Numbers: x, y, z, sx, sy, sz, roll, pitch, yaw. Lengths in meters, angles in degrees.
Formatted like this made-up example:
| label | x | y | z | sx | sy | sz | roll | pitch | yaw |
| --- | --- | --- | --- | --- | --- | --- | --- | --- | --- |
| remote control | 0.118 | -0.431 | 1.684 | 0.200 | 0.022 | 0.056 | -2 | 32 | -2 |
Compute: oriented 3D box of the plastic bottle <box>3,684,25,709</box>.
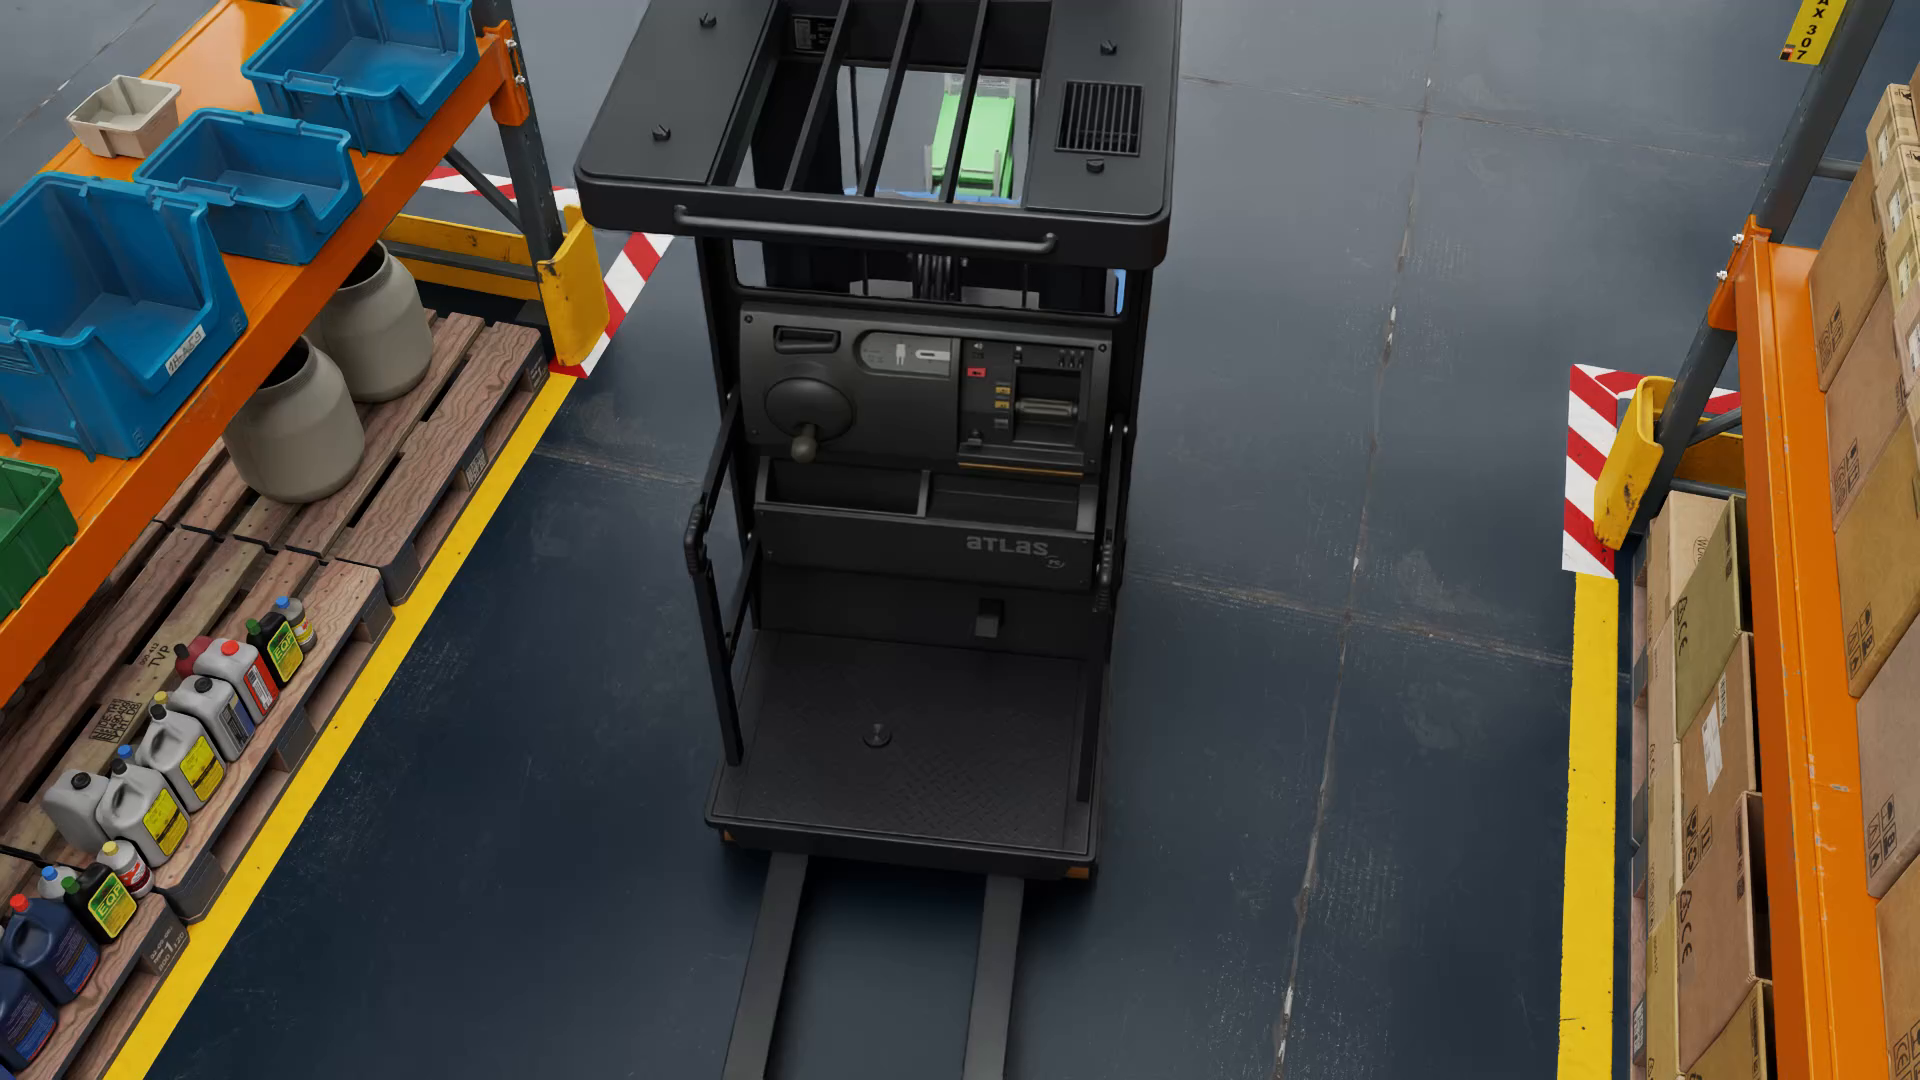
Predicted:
| label | x | y | z | sx | sy | sz | roll | pitch | yaw |
| --- | --- | --- | --- | --- | --- | --- | --- | --- | --- |
| plastic bottle | -2.884 | 0.382 | 4.939 | 0.097 | 0.271 | 0.097 | 0 | 49 | 0 |

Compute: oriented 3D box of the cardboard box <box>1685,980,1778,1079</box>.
| label | x | y | z | sx | sy | sz | roll | pitch | yaw |
| --- | --- | --- | --- | --- | --- | --- | --- | --- | --- |
| cardboard box | 1.917 | 1.350 | 3.611 | 0.500 | 0.500 | 0.500 | 12 | 50 | 10 |

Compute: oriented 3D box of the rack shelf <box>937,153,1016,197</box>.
| label | x | y | z | sx | sy | sz | roll | pitch | yaw |
| --- | --- | --- | --- | --- | --- | --- | --- | --- | --- |
| rack shelf | 0.040 | -1.138 | 5.720 | 0.258 | 0.148 | 0.480 | 5 | 49 | 5 |

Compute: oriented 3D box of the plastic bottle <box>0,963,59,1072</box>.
| label | x | y | z | sx | sy | sz | roll | pitch | yaw |
| --- | --- | --- | --- | --- | --- | --- | --- | --- | --- |
| plastic bottle | -2.430 | 1.177 | 4.184 | 0.144 | 0.351 | 0.185 | 13 | 50 | 11 |

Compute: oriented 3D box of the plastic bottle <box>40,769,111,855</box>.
| label | x | y | z | sx | sy | sz | roll | pitch | yaw |
| --- | --- | --- | --- | --- | --- | --- | --- | --- | --- |
| plastic bottle | -2.418 | 0.746 | 4.614 | 0.152 | 0.276 | 0.135 | 12 | 50 | 10 |

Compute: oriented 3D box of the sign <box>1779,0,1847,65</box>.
| label | x | y | z | sx | sy | sz | roll | pitch | yaw |
| --- | --- | --- | --- | --- | --- | --- | --- | --- | --- |
| sign | 2.254 | -1.392 | 4.348 | 0.100 | 0.325 | 0.005 | 12 | 50 | 10 |

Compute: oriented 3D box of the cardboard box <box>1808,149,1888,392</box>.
| label | x | y | z | sx | sy | sz | roll | pitch | yaw |
| --- | --- | --- | --- | --- | --- | --- | --- | --- | --- |
| cardboard box | 2.653 | -0.663 | 4.268 | 0.700 | 0.500 | 0.500 | 12 | 50 | 10 |

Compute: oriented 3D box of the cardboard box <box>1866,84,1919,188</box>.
| label | x | y | z | sx | sy | sz | roll | pitch | yaw |
| --- | --- | --- | --- | --- | --- | --- | --- | --- | --- |
| cardboard box | 2.477 | -0.972 | 4.108 | 0.380 | 0.149 | 0.250 | 11 | 50 | 10 |

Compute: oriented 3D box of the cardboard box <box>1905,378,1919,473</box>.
| label | x | y | z | sx | sy | sz | roll | pitch | yaw |
| --- | --- | --- | --- | --- | --- | --- | --- | --- | --- |
| cardboard box | 2.207 | -0.225 | 3.448 | 0.380 | 0.149 | 0.250 | 10 | 49 | 9 |

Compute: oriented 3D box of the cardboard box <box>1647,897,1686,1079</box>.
| label | x | y | z | sx | sy | sz | roll | pitch | yaw |
| --- | --- | --- | --- | --- | --- | --- | --- | --- | --- |
| cardboard box | 2.036 | 1.234 | 4.214 | 0.500 | 0.250 | 0.500 | 12 | 50 | 10 |

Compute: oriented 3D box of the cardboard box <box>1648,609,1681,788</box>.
| label | x | y | z | sx | sy | sz | roll | pitch | yaw |
| --- | --- | --- | --- | --- | --- | --- | --- | --- | --- |
| cardboard box | 2.304 | 0.512 | 4.852 | 0.500 | 0.250 | 0.500 | 12 | 50 | 10 |

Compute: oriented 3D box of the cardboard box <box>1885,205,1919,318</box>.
| label | x | y | z | sx | sy | sz | roll | pitch | yaw |
| --- | --- | --- | --- | --- | --- | --- | --- | --- | --- |
| cardboard box | 2.343 | -0.600 | 3.780 | 0.380 | 0.149 | 0.250 | 12 | 50 | 10 |

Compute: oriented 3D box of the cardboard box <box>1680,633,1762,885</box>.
| label | x | y | z | sx | sy | sz | roll | pitch | yaw |
| --- | --- | --- | --- | --- | --- | --- | --- | --- | --- |
| cardboard box | 2.183 | 0.627 | 4.249 | 0.500 | 0.500 | 0.500 | 12 | 50 | 10 |

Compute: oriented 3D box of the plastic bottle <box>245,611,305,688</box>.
| label | x | y | z | sx | sy | sz | roll | pitch | yaw |
| --- | --- | --- | --- | --- | --- | --- | --- | --- | --- |
| plastic bottle | -2.063 | 0.311 | 4.993 | 0.061 | 0.283 | 0.133 | 13 | 50 | 11 |

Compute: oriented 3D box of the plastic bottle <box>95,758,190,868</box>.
| label | x | y | z | sx | sy | sz | roll | pitch | yaw |
| --- | --- | --- | --- | --- | --- | --- | --- | --- | --- |
| plastic bottle | -2.268 | 0.733 | 4.576 | 0.144 | 0.351 | 0.185 | 11 | 50 | 10 |

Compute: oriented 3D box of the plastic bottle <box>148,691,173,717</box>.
| label | x | y | z | sx | sy | sz | roll | pitch | yaw |
| --- | --- | --- | --- | --- | --- | --- | --- | --- | --- |
| plastic bottle | -2.305 | 0.516 | 4.867 | 0.097 | 0.201 | 0.097 | 0 | 49 | 0 |

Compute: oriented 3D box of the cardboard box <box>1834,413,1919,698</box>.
| label | x | y | z | sx | sy | sz | roll | pitch | yaw |
| --- | --- | --- | --- | --- | --- | --- | --- | --- | --- |
| cardboard box | 2.383 | 0.075 | 3.616 | 0.700 | 0.500 | 0.500 | 12 | 50 | 10 |

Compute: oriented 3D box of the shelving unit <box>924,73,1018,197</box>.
| label | x | y | z | sx | sy | sz | roll | pitch | yaw |
| --- | --- | --- | --- | --- | --- | --- | --- | --- | --- |
| shelving unit | 0.040 | -1.022 | 5.852 | 0.258 | 1.200 | 0.503 | 5 | 49 | 5 |

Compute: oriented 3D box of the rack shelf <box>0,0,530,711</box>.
| label | x | y | z | sx | sy | sz | roll | pitch | yaw |
| --- | --- | --- | --- | --- | --- | --- | --- | --- | --- |
| rack shelf | -2.516 | -0.261 | 4.460 | 1.077 | 0.370 | 4.000 | 12 | 50 | 10 |

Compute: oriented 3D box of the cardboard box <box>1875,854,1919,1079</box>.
| label | x | y | z | sx | sy | sz | roll | pitch | yaw |
| --- | --- | --- | --- | --- | --- | --- | --- | --- | --- |
| cardboard box | 2.114 | 0.828 | 2.952 | 0.700 | 0.500 | 0.500 | 12 | 50 | 11 |

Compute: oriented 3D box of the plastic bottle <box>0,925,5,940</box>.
| label | x | y | z | sx | sy | sz | roll | pitch | yaw |
| --- | --- | --- | --- | --- | --- | --- | --- | --- | --- |
| plastic bottle | -2.508 | 1.074 | 4.328 | 0.097 | 0.271 | 0.097 | 0 | 49 | 0 |

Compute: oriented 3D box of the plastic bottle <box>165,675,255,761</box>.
| label | x | y | z | sx | sy | sz | roll | pitch | yaw |
| --- | --- | --- | --- | --- | --- | --- | --- | --- | --- |
| plastic bottle | -2.180 | 0.502 | 4.829 | 0.152 | 0.276 | 0.135 | 10 | 49 | 9 |

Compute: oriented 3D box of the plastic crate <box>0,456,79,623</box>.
| label | x | y | z | sx | sy | sz | roll | pitch | yaw |
| --- | --- | --- | --- | --- | --- | --- | --- | --- | --- |
| plastic crate | -2.413 | 0.092 | 3.810 | 0.450 | 0.188 | 0.662 | 12 | 50 | 10 |

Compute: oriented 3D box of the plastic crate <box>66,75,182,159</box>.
| label | x | y | z | sx | sy | sz | roll | pitch | yaw |
| --- | --- | --- | --- | --- | --- | --- | --- | --- | --- |
| plastic crate | -2.536 | -1.275 | 5.050 | 0.298 | 0.136 | 0.250 | 12 | 50 | 10 |

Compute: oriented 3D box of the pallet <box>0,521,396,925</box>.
| label | x | y | z | sx | sy | sz | roll | pitch | yaw |
| --- | --- | --- | --- | --- | --- | --- | --- | --- | --- |
| pallet | -2.507 | 0.507 | 5.161 | 1.003 | 0.211 | 1.213 | 12 | 50 | 10 |

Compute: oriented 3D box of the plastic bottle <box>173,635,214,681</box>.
| label | x | y | z | sx | sy | sz | roll | pitch | yaw |
| --- | --- | --- | --- | --- | --- | --- | --- | --- | --- |
| plastic bottle | -2.246 | 0.379 | 4.933 | 0.061 | 0.283 | 0.133 | 12 | 50 | 10 |

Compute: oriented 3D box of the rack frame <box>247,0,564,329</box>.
| label | x | y | z | sx | sy | sz | roll | pitch | yaw |
| --- | --- | --- | --- | --- | --- | --- | --- | --- | --- |
| rack frame | -1.990 | -1.946 | 5.467 | 1.000 | 3.000 | 0.127 | 12 | 50 | 10 |

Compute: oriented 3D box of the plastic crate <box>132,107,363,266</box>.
| label | x | y | z | sx | sy | sz | roll | pitch | yaw |
| --- | --- | --- | --- | --- | --- | --- | --- | --- | --- |
| plastic crate | -2.009 | -1.007 | 4.737 | 0.499 | 0.251 | 0.408 | 12 | 50 | 10 |

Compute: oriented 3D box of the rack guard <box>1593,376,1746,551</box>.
| label | x | y | z | sx | sy | sz | roll | pitch | yaw |
| --- | --- | --- | --- | --- | --- | --- | --- | --- | --- |
| rack guard | 2.794 | -0.156 | 5.554 | 1.175 | 0.500 | 0.348 | 12 | 50 | 10 |

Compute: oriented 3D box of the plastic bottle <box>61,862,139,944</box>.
| label | x | y | z | sx | sy | sz | roll | pitch | yaw |
| --- | --- | --- | --- | --- | --- | --- | --- | --- | --- |
| plastic bottle | -2.297 | 0.951 | 4.428 | 0.061 | 0.283 | 0.133 | 14 | 50 | 12 |

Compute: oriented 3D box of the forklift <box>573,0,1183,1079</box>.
| label | x | y | z | sx | sy | sz | roll | pitch | yaw |
| --- | --- | --- | --- | --- | --- | --- | --- | --- | --- |
| forklift | -0.115 | -0.265 | 4.029 | 1.130 | 2.935 | 3.031 | 5 | 49 | 5 |

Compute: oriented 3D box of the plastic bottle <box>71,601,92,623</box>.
| label | x | y | z | sx | sy | sz | roll | pitch | yaw |
| --- | --- | --- | --- | --- | --- | --- | --- | --- | --- |
| plastic bottle | -2.795 | 0.160 | 5.182 | 0.097 | 0.201 | 0.097 | 0 | 49 | 0 |

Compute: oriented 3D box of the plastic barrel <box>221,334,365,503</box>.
| label | x | y | z | sx | sy | sz | roll | pitch | yaw |
| --- | --- | --- | --- | --- | --- | --- | --- | --- | --- |
| plastic barrel | -2.221 | -0.408 | 5.488 | 0.421 | 0.512 | 0.421 | 0 | 49 | 0 |

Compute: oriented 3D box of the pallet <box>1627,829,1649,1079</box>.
| label | x | y | z | sx | sy | sz | roll | pitch | yaw |
| --- | --- | --- | --- | --- | --- | --- | --- | --- | --- |
| pallet | 2.304 | 1.398 | 4.375 | 1.003 | 0.211 | 1.213 | 12 | 50 | 10 |

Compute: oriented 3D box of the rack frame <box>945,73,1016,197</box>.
| label | x | y | z | sx | sy | sz | roll | pitch | yaw |
| --- | --- | --- | --- | --- | --- | --- | --- | --- | --- |
| rack frame | 0.069 | -1.204 | 6.012 | 0.240 | 1.200 | 0.015 | 5 | 49 | 5 |
